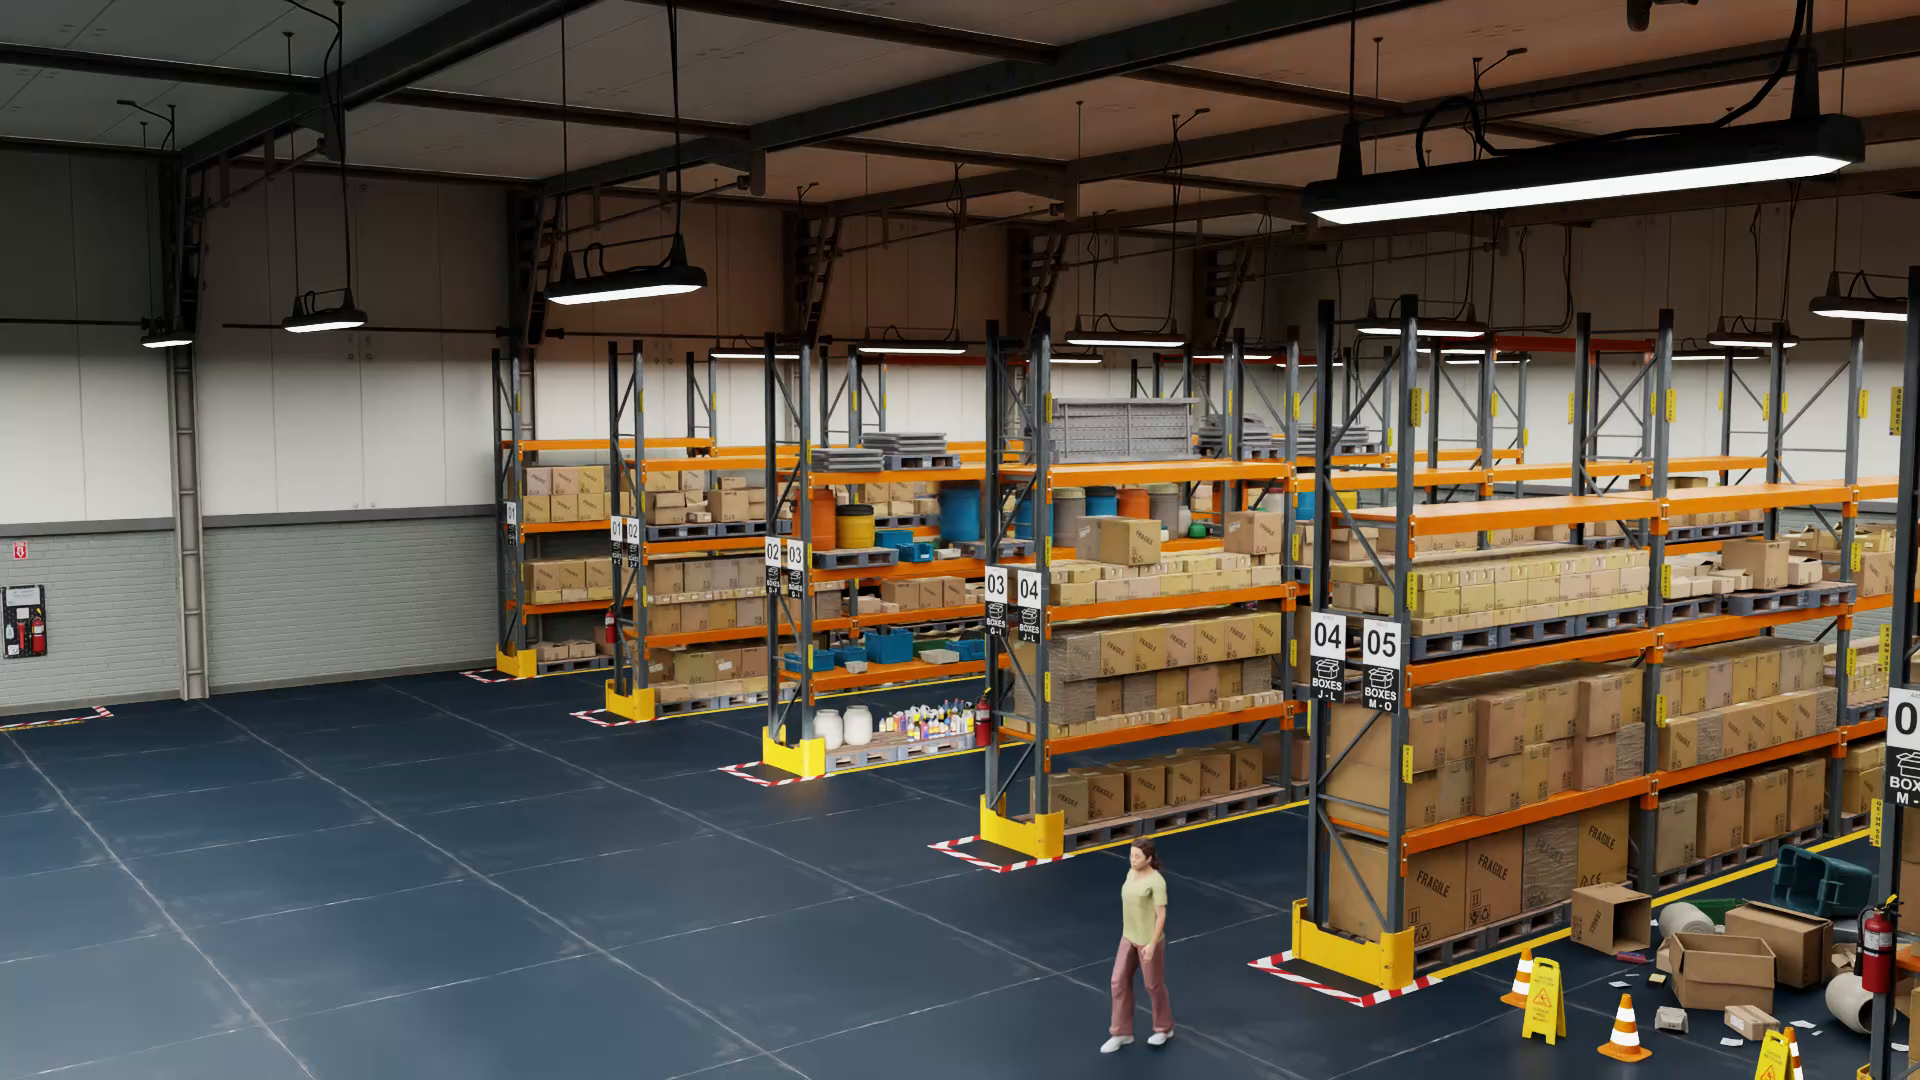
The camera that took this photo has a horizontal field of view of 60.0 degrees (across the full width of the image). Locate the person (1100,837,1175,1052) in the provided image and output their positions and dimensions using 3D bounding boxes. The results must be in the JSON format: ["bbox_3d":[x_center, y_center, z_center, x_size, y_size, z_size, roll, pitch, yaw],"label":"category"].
[{"bbox_3d":[1.426,3.193,13.144,0.639,1.697,0.501,-4,6,-35],"label":"person"}]

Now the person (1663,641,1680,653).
[{"bbox_3d":[10.054,2.189,23.696,1.002,1.724,0.585,-4,6,-35],"label":"person"}]

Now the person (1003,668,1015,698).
[{"bbox_3d":[1.063,1.771,26.619,0.876,1.585,0.605,5,7,43],"label":"person"}]
